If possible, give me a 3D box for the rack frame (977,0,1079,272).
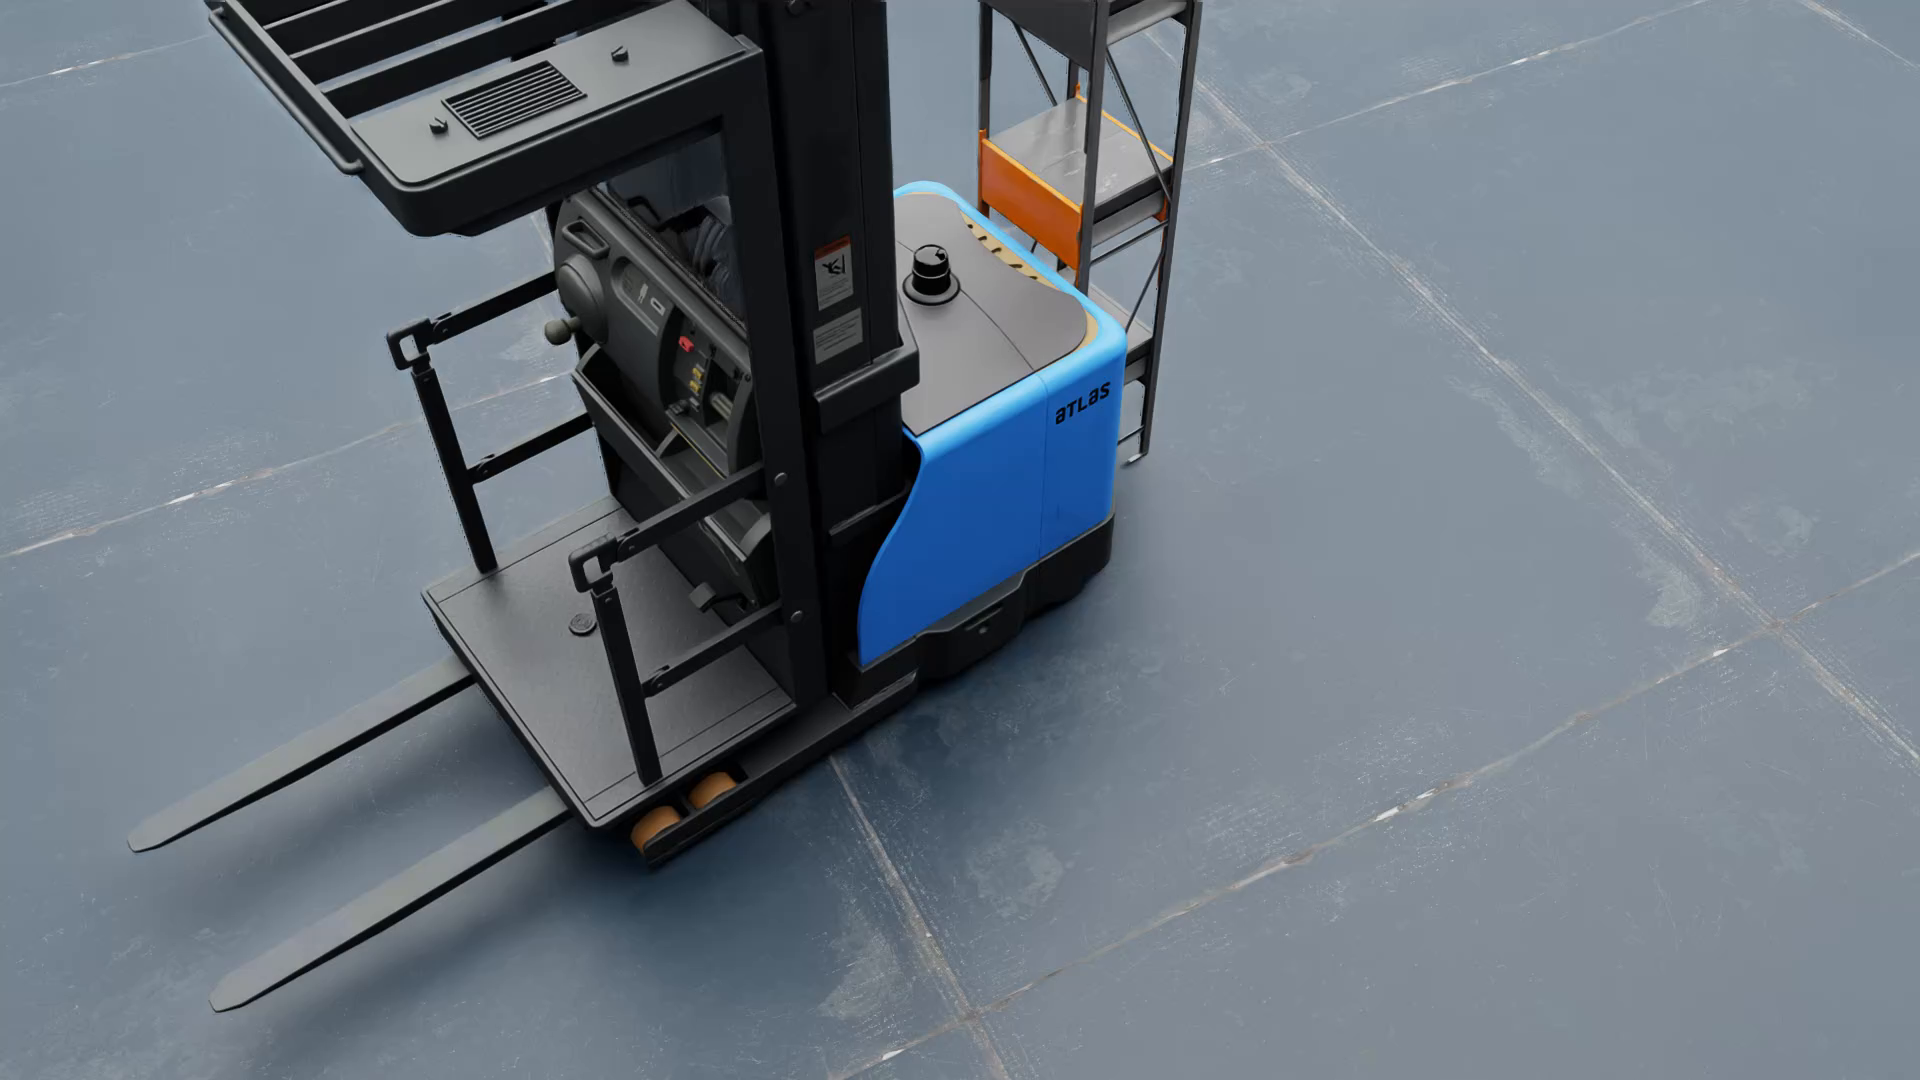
[{"bbox_3d":[0.216,-1.202,5.407,0.400,2.100,0.015,-31,56,-24],"label":"rack frame"}]

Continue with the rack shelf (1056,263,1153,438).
[{"bbox_3d":[0.369,-0.589,5.819,0.431,0.518,0.480,-31,56,-24],"label":"rack shelf"}]

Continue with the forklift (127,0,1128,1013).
[{"bbox_3d":[-0.965,-0.473,4.217,3.031,2.935,1.130,-30,55,-24],"label":"forklift"}]

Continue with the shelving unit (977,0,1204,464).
[{"bbox_3d":[0.369,-1.059,5.281,0.431,2.100,0.503,-31,56,-24],"label":"shelving unit"}]

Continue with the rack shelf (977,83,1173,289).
[{"bbox_3d":[0.369,-1.050,5.292,0.431,0.518,0.480,-31,56,-24],"label":"rack shelf"}]

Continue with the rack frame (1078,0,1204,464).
[{"bbox_3d":[0.522,-0.916,5.156,0.400,2.100,0.015,-31,56,-24],"label":"rack frame"}]

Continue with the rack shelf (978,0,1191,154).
[{"bbox_3d":[0.369,-1.511,4.765,0.431,0.518,0.480,-31,56,-24],"label":"rack shelf"}]
